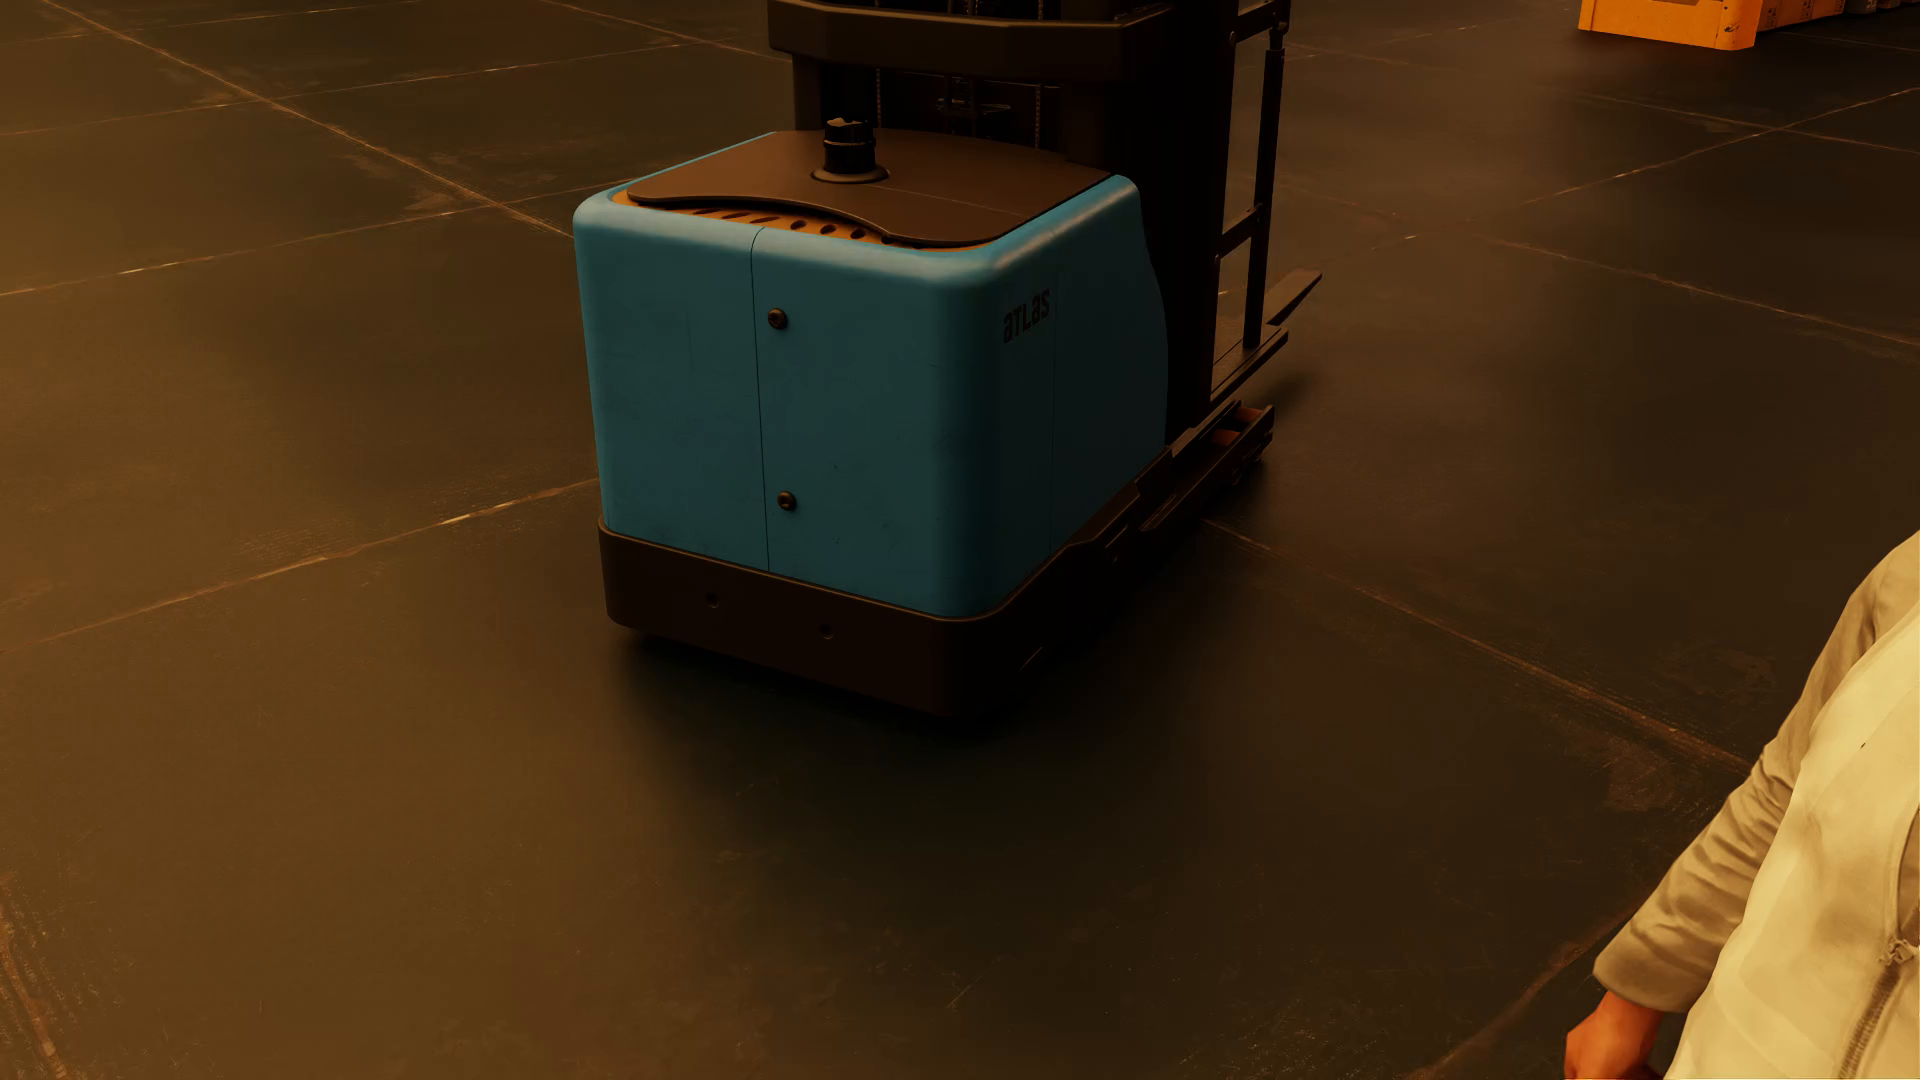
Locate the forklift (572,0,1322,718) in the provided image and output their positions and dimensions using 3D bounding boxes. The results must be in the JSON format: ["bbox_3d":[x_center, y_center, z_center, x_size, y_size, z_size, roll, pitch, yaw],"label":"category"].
[{"bbox_3d":[0.285,-1.552,4.331,1.130,2.935,3.031,13,29,25],"label":"forklift"}]

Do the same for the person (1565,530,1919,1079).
[{"bbox_3d":[0.685,0.590,1.300,0.566,1.776,0.633,-11,28,-21],"label":"person"}]
